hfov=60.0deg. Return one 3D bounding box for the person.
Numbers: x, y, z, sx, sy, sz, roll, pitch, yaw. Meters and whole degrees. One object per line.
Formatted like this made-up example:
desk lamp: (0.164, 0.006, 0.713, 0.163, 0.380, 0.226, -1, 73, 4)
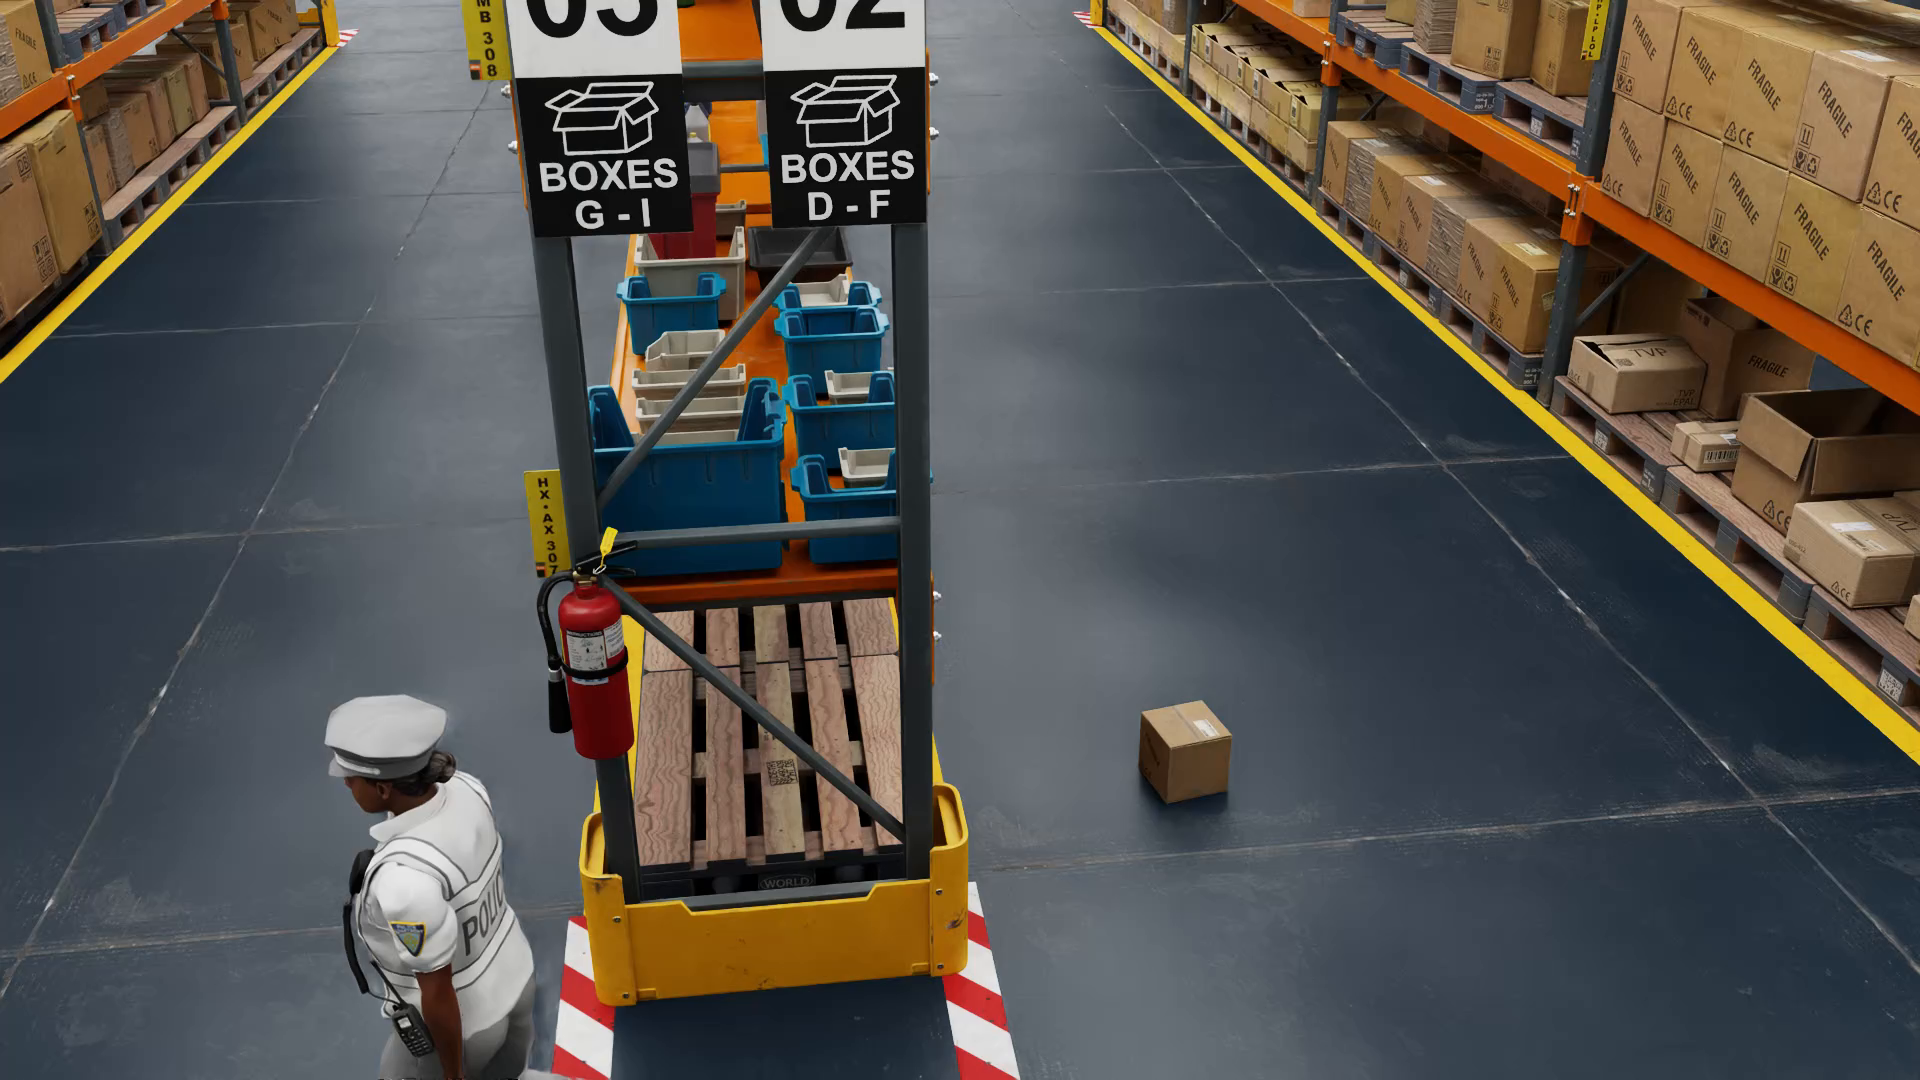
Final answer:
person: (-1.128, 1.105, 3.962, 0.809, 1.632, 0.464, 4, 28, 7)
